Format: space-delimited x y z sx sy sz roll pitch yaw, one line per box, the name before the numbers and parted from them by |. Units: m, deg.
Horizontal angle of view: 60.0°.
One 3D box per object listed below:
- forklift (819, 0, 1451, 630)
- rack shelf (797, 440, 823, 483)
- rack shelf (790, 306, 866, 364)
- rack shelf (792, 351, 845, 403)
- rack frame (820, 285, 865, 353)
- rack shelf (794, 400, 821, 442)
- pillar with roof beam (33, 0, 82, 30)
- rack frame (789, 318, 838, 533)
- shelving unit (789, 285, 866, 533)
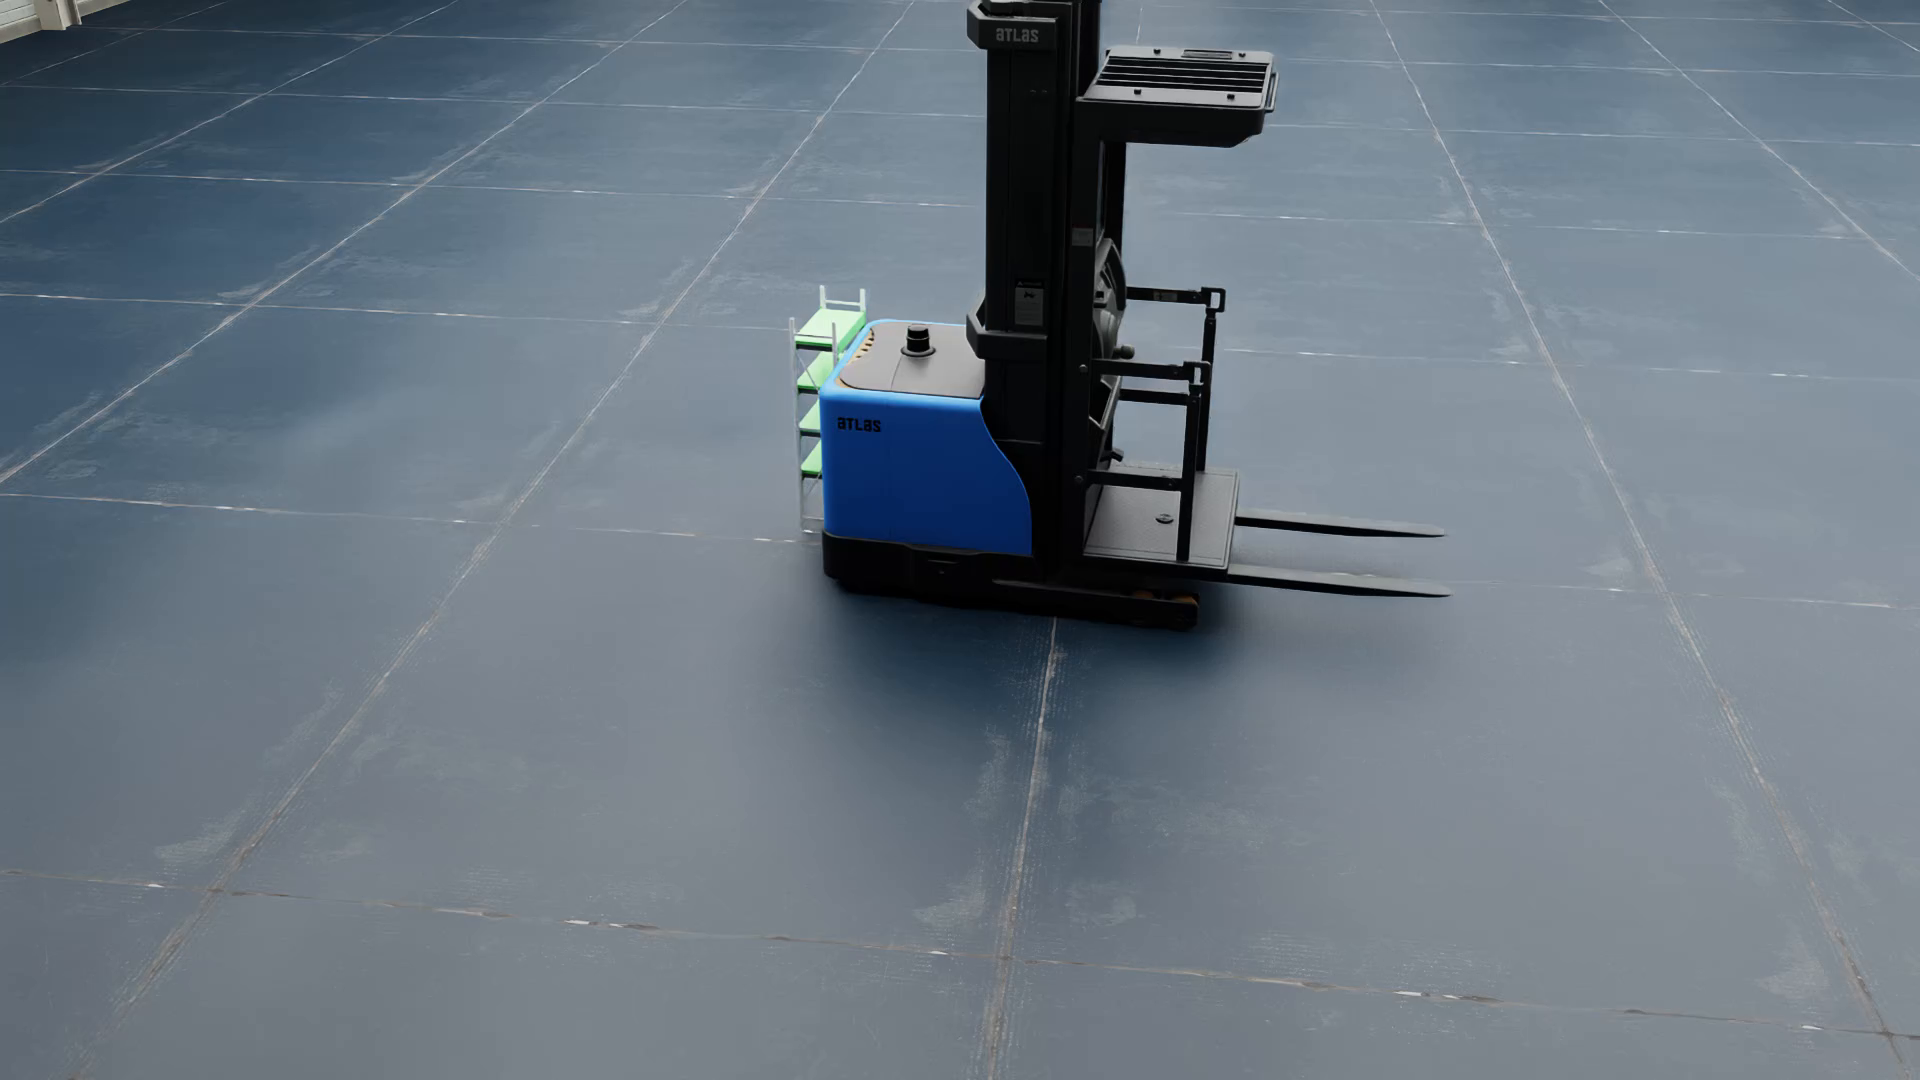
forklift | 0.888 -1.137 7.770 3.031 2.935 1.130 6 29 10
rack shelf | -0.670 -0.405 8.878 0.258 0.148 0.480 7 29 12
rack shelf | -0.671 -1.039 8.537 0.258 0.148 0.480 7 29 12
rack shelf | -0.671 -0.828 8.650 0.258 0.148 0.480 7 29 12
rack frame | -0.613 -0.785 8.942 0.240 1.200 0.015 7 29 12
rack shelf | -0.671 -0.617 8.764 0.258 0.148 0.480 7 29 12
pillar with roof beam | -6.805 -10.037 17.893 9.100 9.000 0.400 3 28 6
rack frame | -0.729 -0.561 8.525 0.240 1.200 0.015 7 29 12
shelving unit | -0.671 -0.673 8.734 0.258 1.200 0.503 7 29 12
